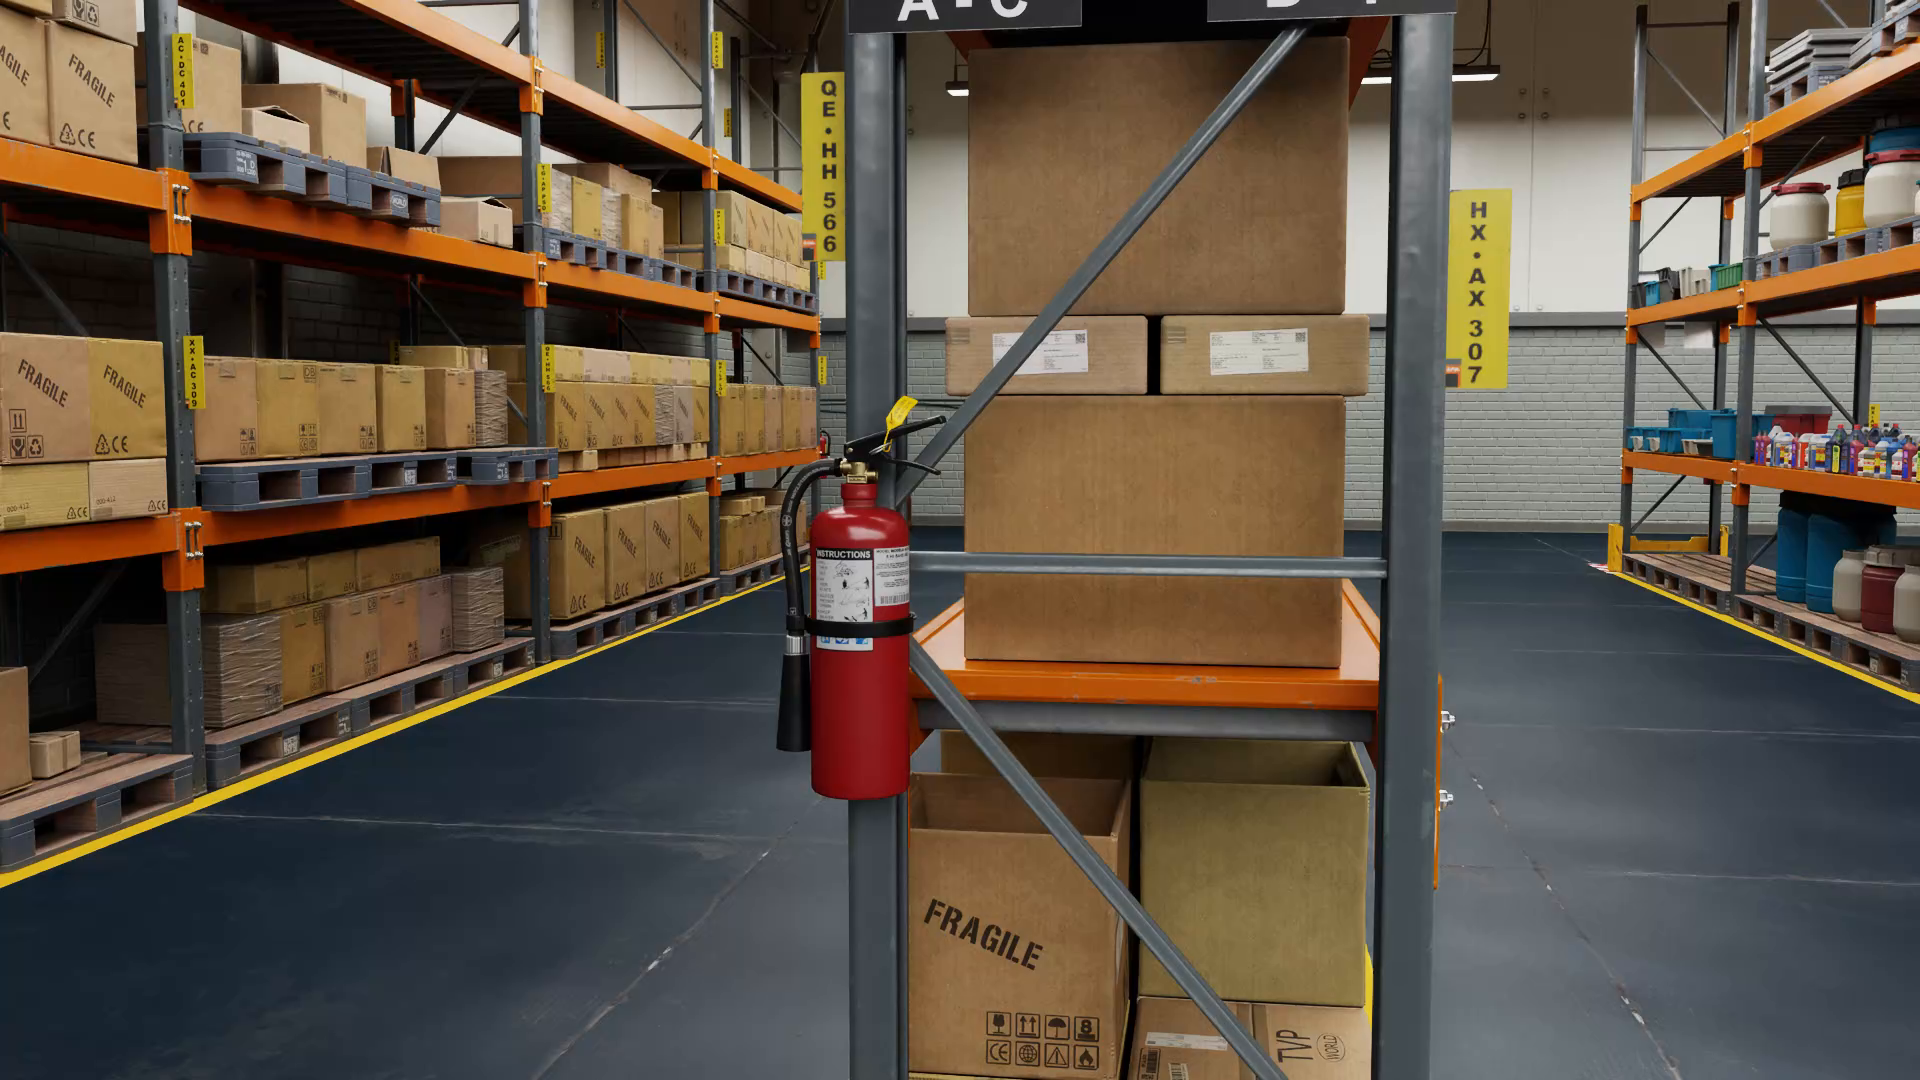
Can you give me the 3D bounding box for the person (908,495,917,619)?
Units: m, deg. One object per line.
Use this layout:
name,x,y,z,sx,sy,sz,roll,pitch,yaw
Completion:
person,-0.639,-0.158,13.863,0.527,1.662,0.393,1,5,6
